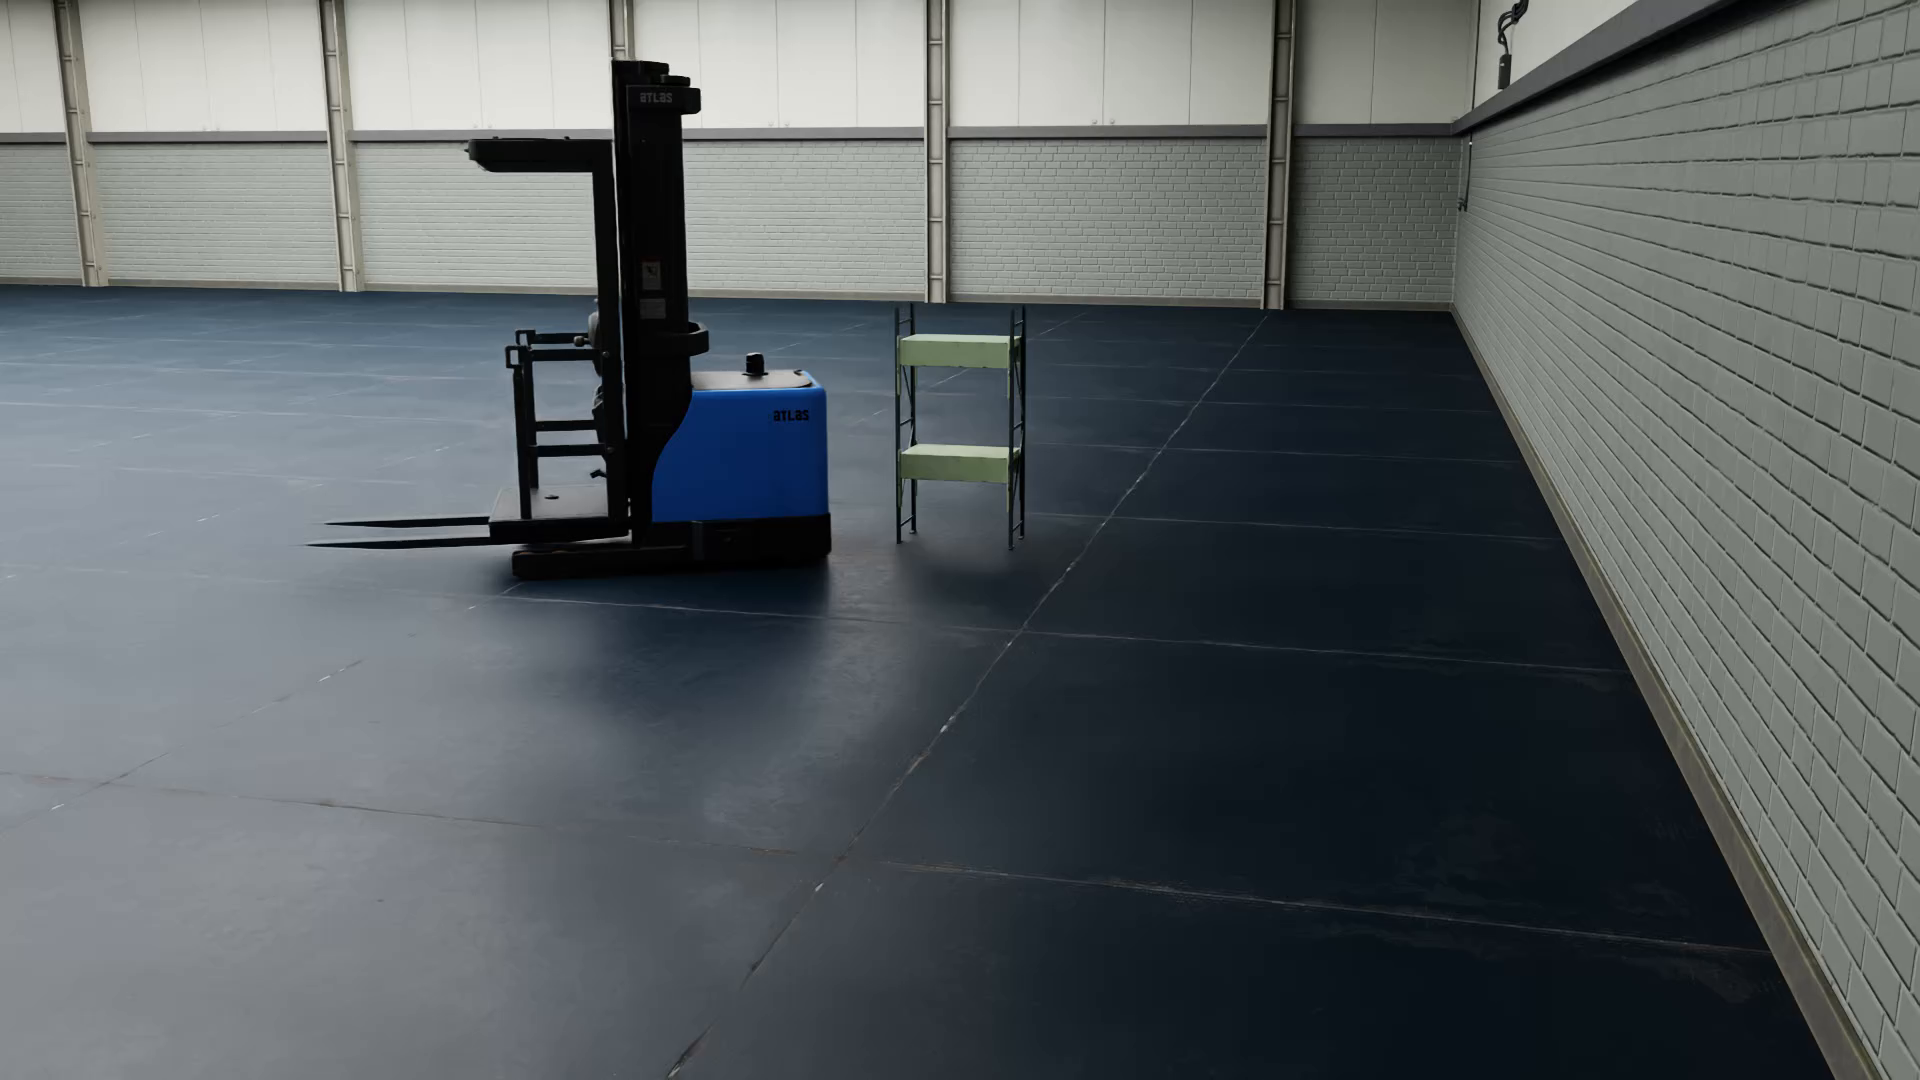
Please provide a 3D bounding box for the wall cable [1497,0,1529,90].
[{"bbox_3d":[5.669,-7.638,16.533,0.169,6.003,2.305,3,13,14],"label":"wall cable"}]

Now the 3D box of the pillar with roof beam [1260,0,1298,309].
[{"bbox_3d":[4.384,-7.499,23.758,0.400,9.000,9.100,3,13,14],"label":"pillar with roof beam"}]

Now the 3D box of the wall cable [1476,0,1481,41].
[{"bbox_3d":[7.310,-8.354,23.121,0.112,2.526,3.097,3,13,14],"label":"wall cable"}]

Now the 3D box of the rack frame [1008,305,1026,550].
[{"bbox_3d":[0.362,-0.713,10.484,0.023,1.500,0.400,3,13,14],"label":"rack frame"}]

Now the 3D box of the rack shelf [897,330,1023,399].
[{"bbox_3d":[0.006,-1.113,10.485,0.720,0.370,0.431,3,13,14],"label":"rack shelf"}]

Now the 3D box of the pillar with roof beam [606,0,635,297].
[{"bbox_3d":[-7.267,-8.122,26.564,0.400,9.000,9.100,3,13,14],"label":"pillar with roof beam"}]

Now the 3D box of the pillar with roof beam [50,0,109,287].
[{"bbox_3d":[-18.917,-8.744,29.371,0.400,9.000,9.100,3,13,14],"label":"pillar with roof beam"}]

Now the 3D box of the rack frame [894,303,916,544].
[{"bbox_3d":[-0.349,-0.751,10.655,0.023,1.500,0.400,3,13,14],"label":"rack frame"}]

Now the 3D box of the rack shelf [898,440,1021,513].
[{"bbox_3d":[0.006,-0.414,10.640,0.720,0.370,0.431,3,13,14],"label":"rack shelf"}]

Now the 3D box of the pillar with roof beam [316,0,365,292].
[{"bbox_3d":[-13.092,-8.433,27.968,0.400,9.000,9.100,3,13,14],"label":"pillar with roof beam"}]

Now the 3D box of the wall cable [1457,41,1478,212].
[{"bbox_3d":[7.958,-6.457,26.232,0.112,2.526,3.097,3,13,14],"label":"wall cable"}]

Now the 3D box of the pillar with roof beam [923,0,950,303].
[{"bbox_3d":[-1.442,-7.810,25.161,0.400,9.000,9.100,3,13,14],"label":"pillar with roof beam"}]

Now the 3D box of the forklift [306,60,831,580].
[{"bbox_3d":[-2.352,-1.321,9.923,3.031,2.935,1.130,-3,13,-11],"label":"forklift"}]

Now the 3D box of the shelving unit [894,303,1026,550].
[{"bbox_3d":[0.006,-0.732,10.570,0.755,1.500,0.431,3,13,14],"label":"shelving unit"}]
